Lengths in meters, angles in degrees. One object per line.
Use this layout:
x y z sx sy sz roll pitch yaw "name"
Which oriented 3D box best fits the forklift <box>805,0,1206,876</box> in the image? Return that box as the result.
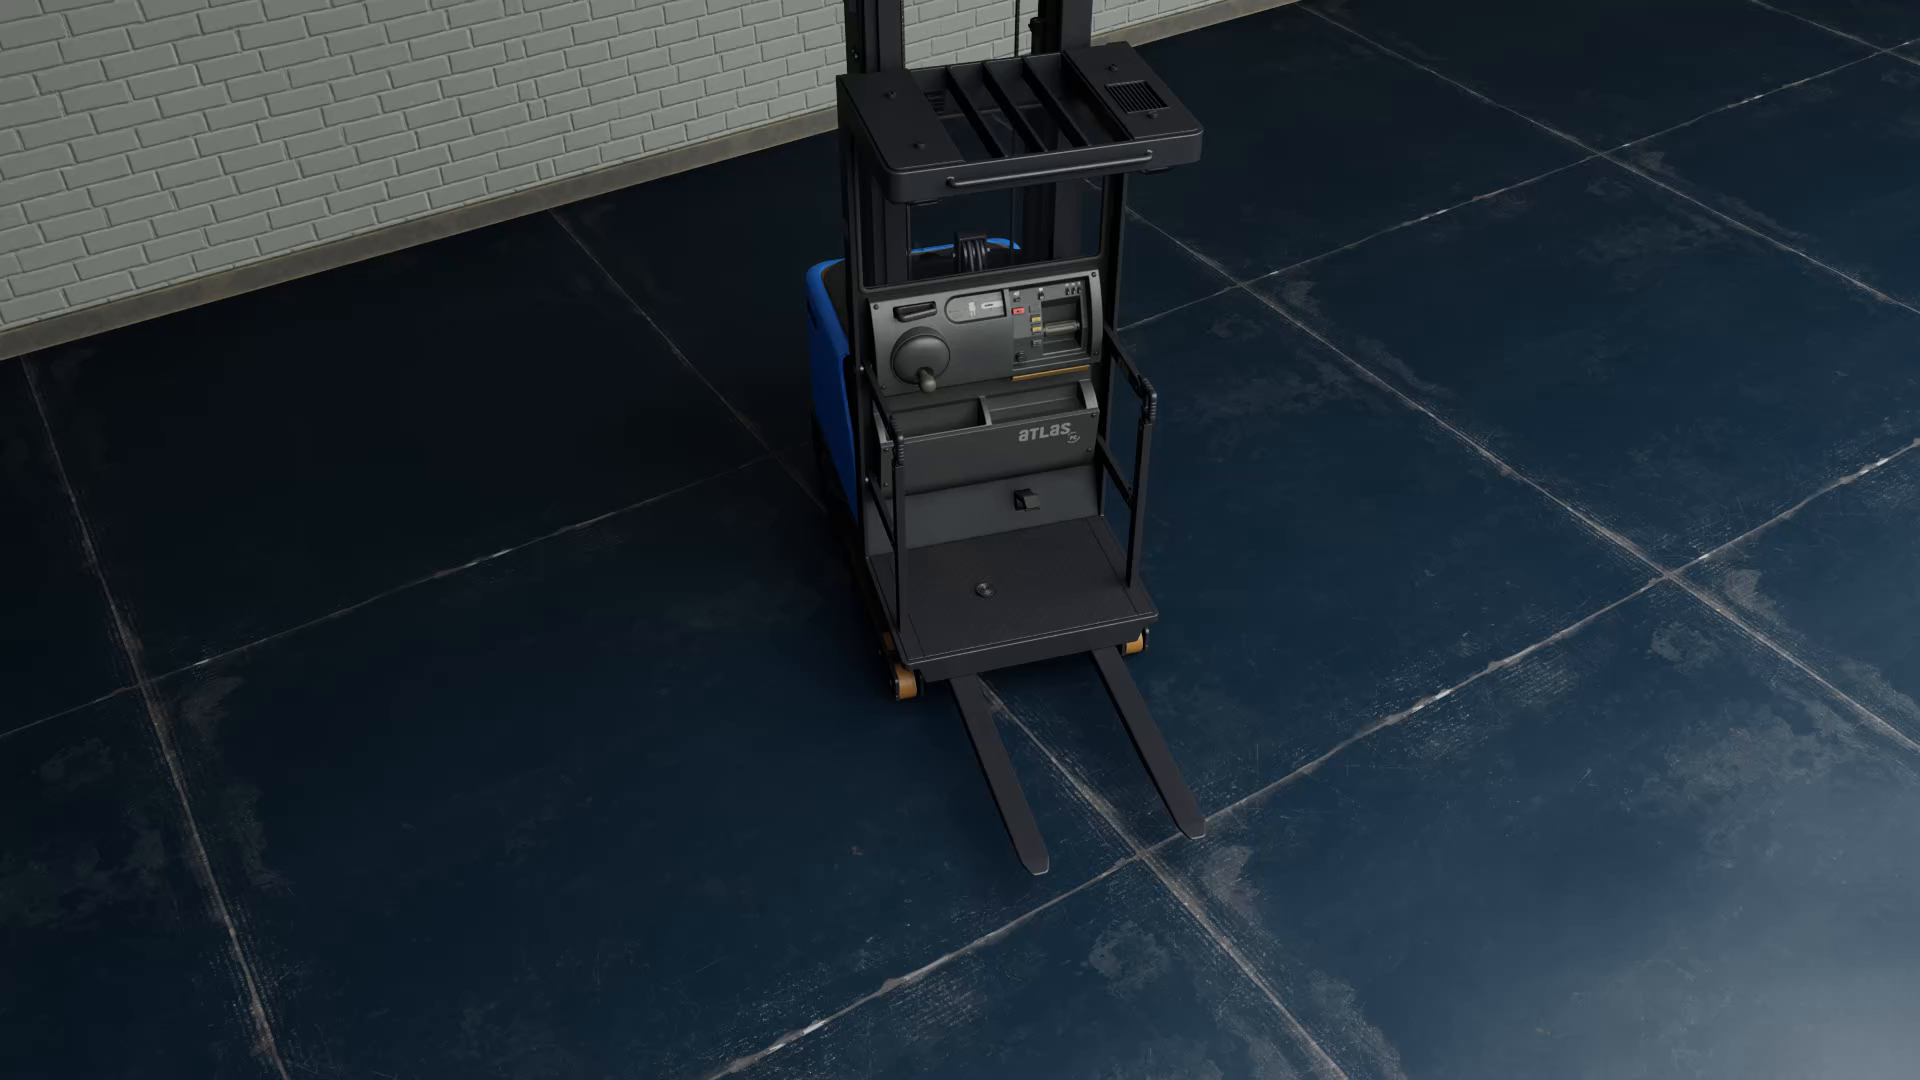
0.169 -0.743 6.352 1.130 2.935 3.031 -10 41 -12 "forklift"
